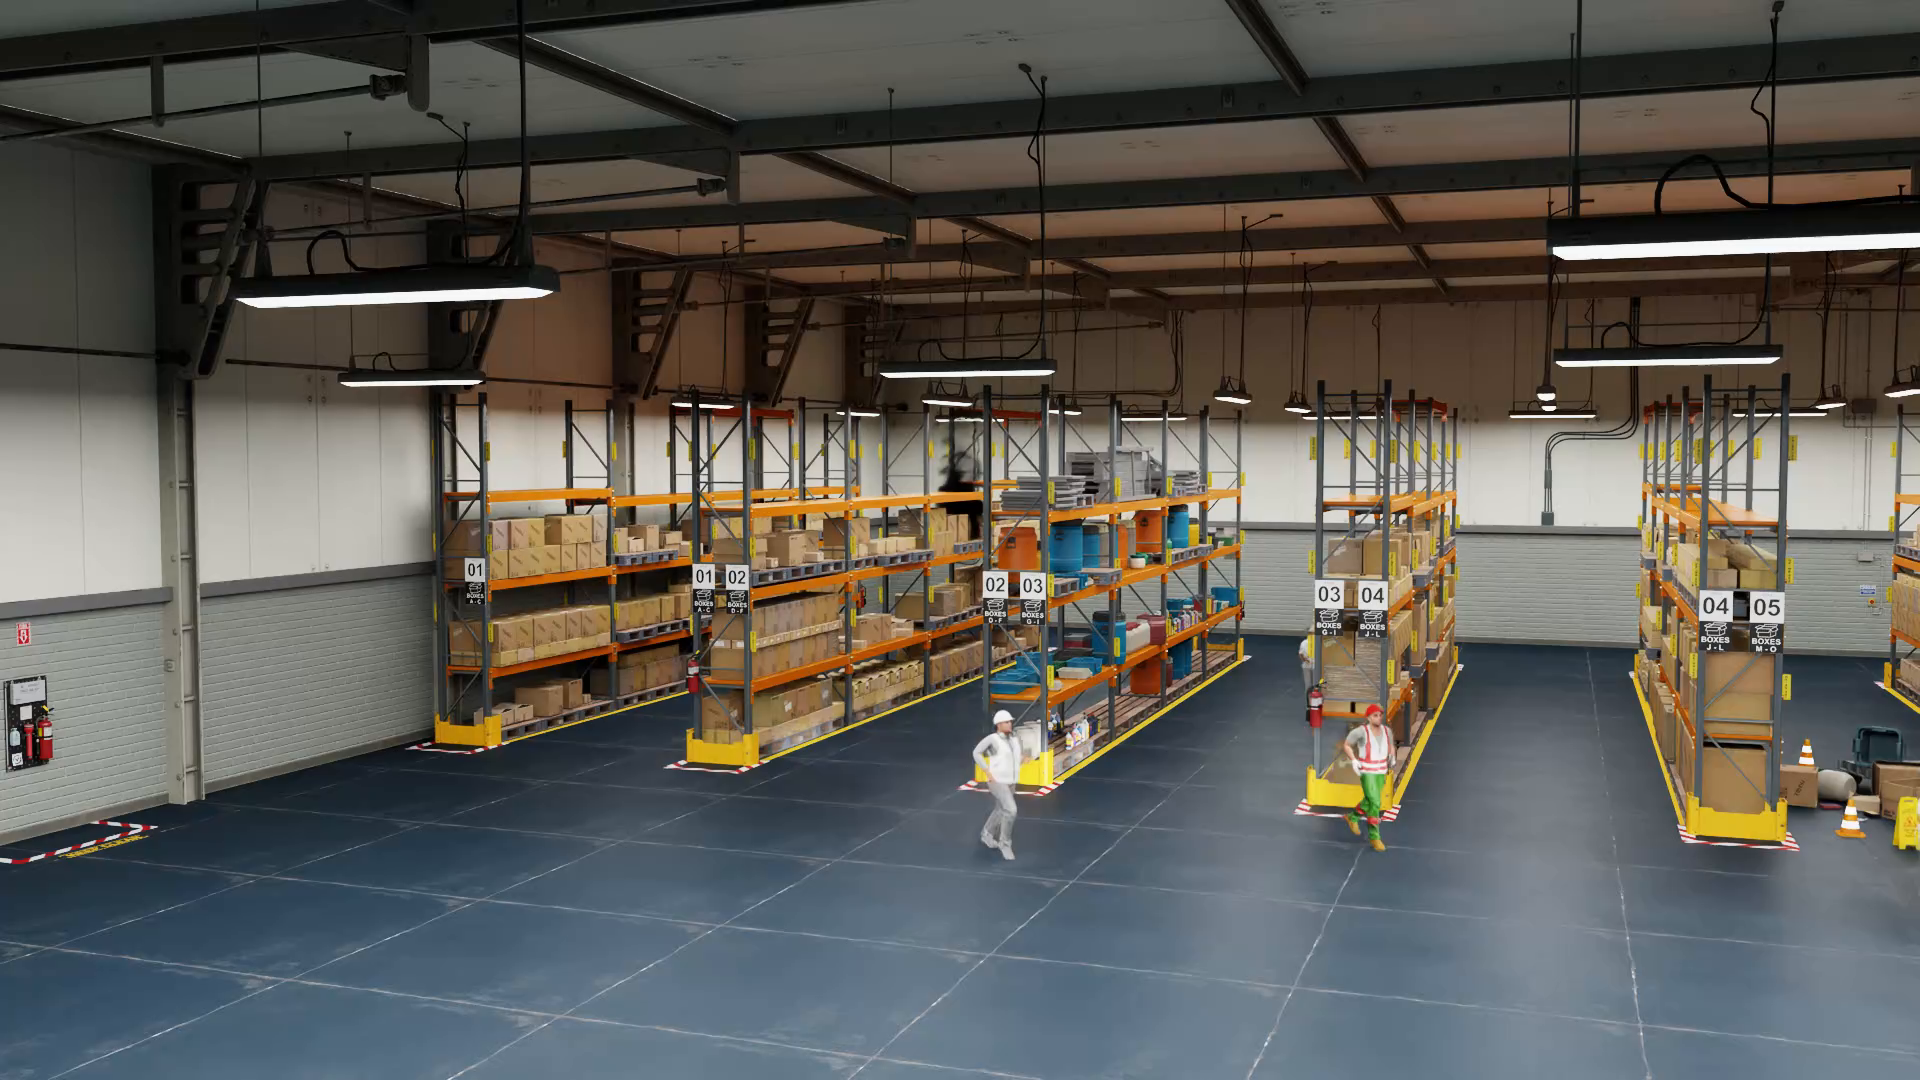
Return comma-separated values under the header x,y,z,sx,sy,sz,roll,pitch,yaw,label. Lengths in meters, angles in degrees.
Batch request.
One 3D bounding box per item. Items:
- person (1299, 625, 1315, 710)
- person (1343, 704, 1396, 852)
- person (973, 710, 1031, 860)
x,y,z,sx,sy,sz,roll,pitch,yaw,label
6.772,2.467,31.902,0.556,1.657,0.603,1,3,19,person
5.219,2.979,21.190,0.655,1.820,0.848,-1,3,-24,person
0.536,3.027,20.634,0.777,1.832,0.638,3,4,41,person
